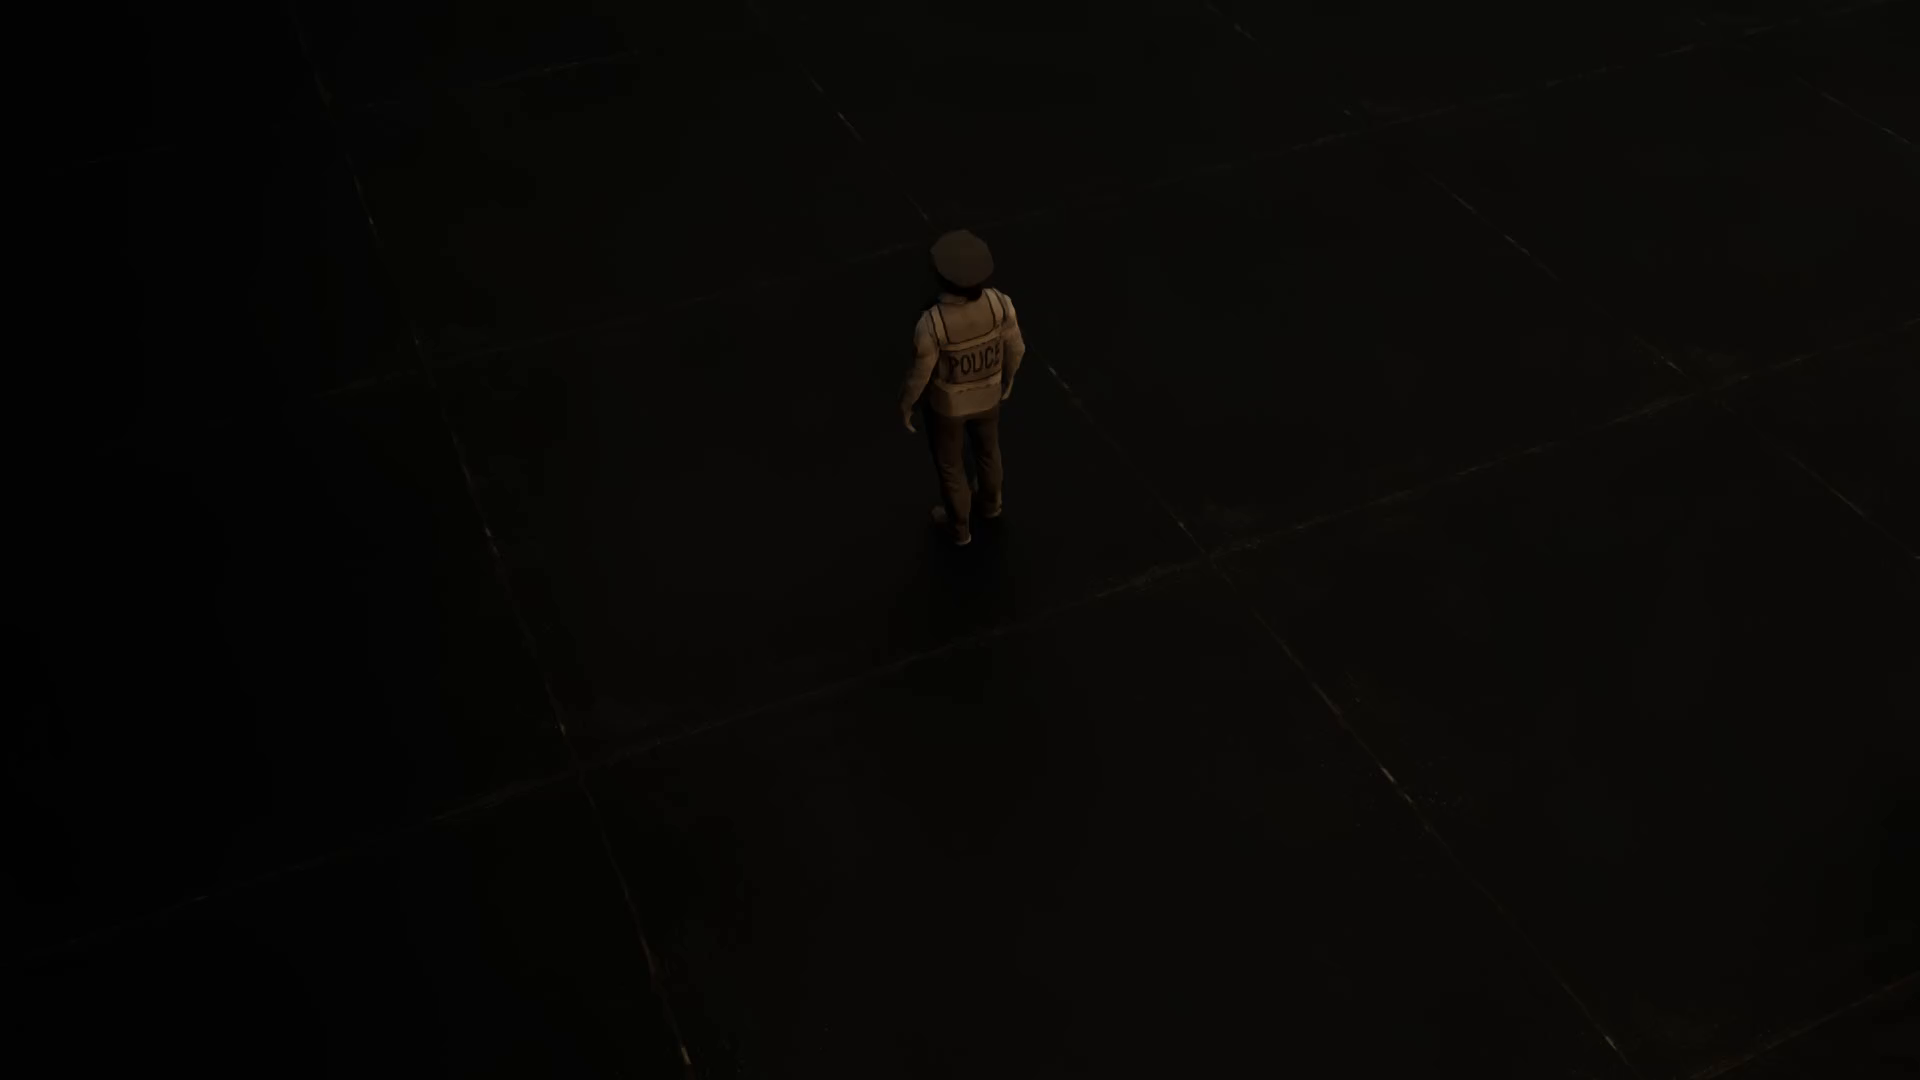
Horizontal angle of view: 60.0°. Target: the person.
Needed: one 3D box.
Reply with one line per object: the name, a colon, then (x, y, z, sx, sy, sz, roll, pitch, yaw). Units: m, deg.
person: (-0.022, -0.669, 7.292, 0.586, 1.695, 0.532, -18, 46, -18)
